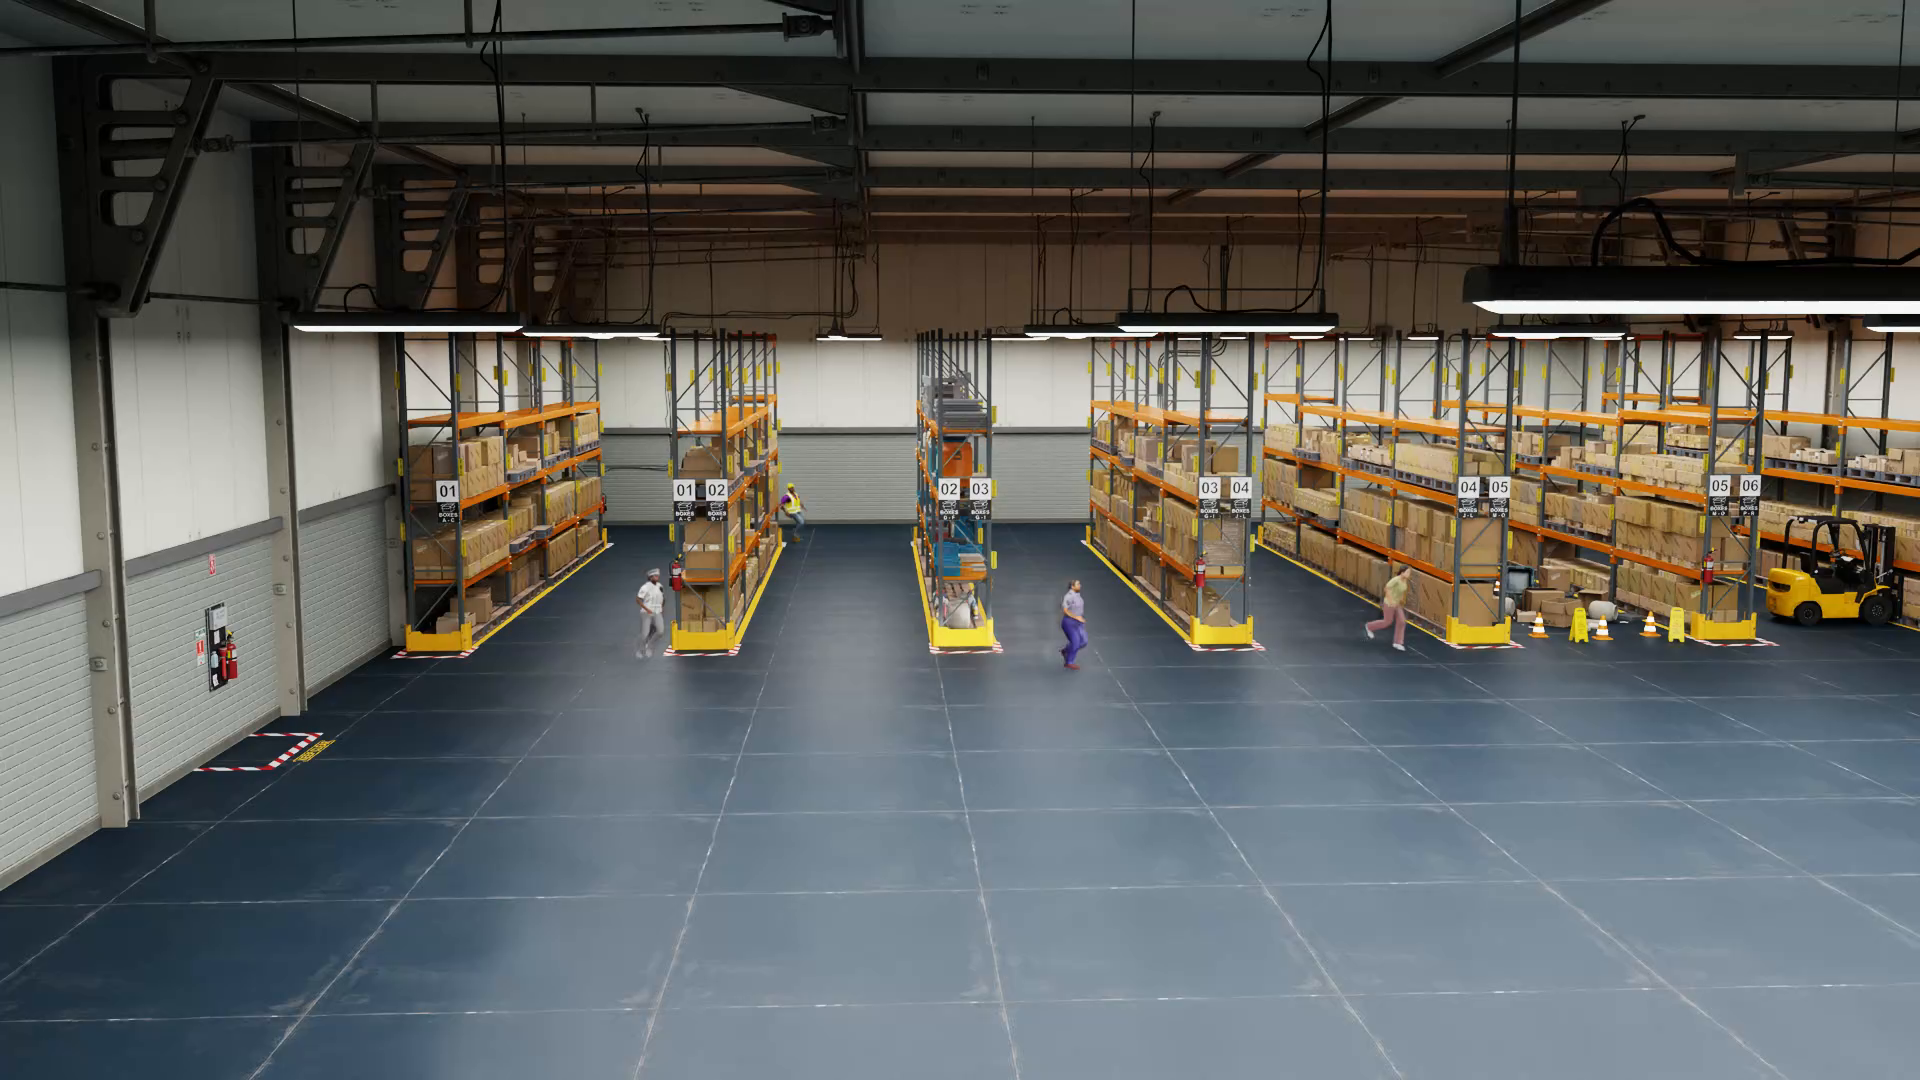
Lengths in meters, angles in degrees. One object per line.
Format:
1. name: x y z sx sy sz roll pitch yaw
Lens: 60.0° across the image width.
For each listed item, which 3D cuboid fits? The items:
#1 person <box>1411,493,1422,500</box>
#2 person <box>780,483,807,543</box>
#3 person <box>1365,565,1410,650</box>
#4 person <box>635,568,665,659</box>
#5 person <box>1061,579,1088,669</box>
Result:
1. person: 13.498 -0.903 49.159 0.724 1.743 0.577 -1 7 -10
2. person: -4.750 -0.778 48.052 0.617 1.736 0.760 3 8 27
3. person: 8.103 1.246 31.492 0.919 1.625 0.590 6 9 40
4. person: -5.602 1.334 30.364 0.638 1.643 0.590 -6 9 -40
5. person: 1.989 1.478 29.341 0.548 1.612 0.609 3 7 26
